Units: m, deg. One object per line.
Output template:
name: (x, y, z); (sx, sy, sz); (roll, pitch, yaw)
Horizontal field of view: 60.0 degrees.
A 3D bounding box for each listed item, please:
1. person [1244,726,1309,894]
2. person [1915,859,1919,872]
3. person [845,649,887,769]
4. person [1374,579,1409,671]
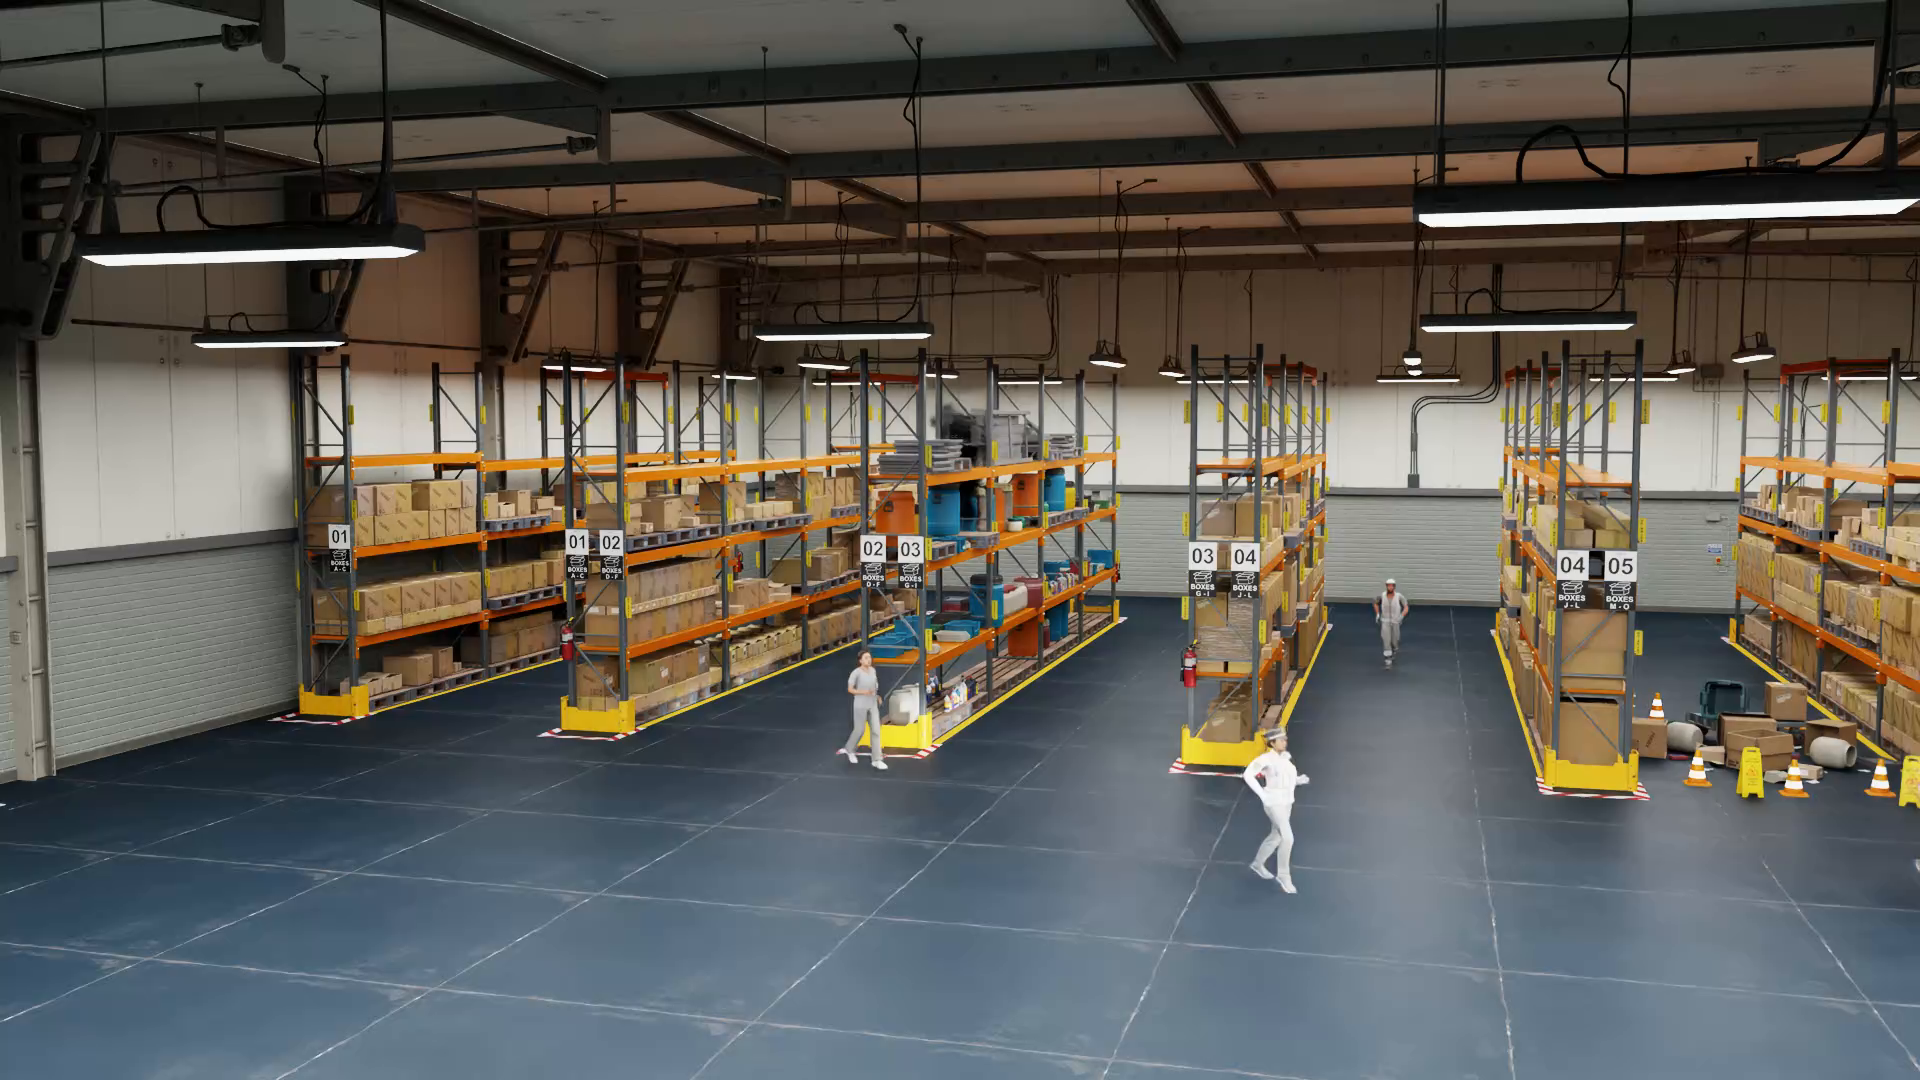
person: (3.361, 2.837, 17.618); (0.709, 1.752, 0.593); (4, 6, 44)
person: (10.013, 2.872, 16.892); (0.669, 1.770, 0.667); (-2, 5, -23)
person: (-1.346, 2.374, 23.577); (0.581, 1.655, 0.876); (-3, 5, -37)
person: (8.546, 1.652, 32.984); (0.668, 1.786, 0.892); (1, 4, 14)
